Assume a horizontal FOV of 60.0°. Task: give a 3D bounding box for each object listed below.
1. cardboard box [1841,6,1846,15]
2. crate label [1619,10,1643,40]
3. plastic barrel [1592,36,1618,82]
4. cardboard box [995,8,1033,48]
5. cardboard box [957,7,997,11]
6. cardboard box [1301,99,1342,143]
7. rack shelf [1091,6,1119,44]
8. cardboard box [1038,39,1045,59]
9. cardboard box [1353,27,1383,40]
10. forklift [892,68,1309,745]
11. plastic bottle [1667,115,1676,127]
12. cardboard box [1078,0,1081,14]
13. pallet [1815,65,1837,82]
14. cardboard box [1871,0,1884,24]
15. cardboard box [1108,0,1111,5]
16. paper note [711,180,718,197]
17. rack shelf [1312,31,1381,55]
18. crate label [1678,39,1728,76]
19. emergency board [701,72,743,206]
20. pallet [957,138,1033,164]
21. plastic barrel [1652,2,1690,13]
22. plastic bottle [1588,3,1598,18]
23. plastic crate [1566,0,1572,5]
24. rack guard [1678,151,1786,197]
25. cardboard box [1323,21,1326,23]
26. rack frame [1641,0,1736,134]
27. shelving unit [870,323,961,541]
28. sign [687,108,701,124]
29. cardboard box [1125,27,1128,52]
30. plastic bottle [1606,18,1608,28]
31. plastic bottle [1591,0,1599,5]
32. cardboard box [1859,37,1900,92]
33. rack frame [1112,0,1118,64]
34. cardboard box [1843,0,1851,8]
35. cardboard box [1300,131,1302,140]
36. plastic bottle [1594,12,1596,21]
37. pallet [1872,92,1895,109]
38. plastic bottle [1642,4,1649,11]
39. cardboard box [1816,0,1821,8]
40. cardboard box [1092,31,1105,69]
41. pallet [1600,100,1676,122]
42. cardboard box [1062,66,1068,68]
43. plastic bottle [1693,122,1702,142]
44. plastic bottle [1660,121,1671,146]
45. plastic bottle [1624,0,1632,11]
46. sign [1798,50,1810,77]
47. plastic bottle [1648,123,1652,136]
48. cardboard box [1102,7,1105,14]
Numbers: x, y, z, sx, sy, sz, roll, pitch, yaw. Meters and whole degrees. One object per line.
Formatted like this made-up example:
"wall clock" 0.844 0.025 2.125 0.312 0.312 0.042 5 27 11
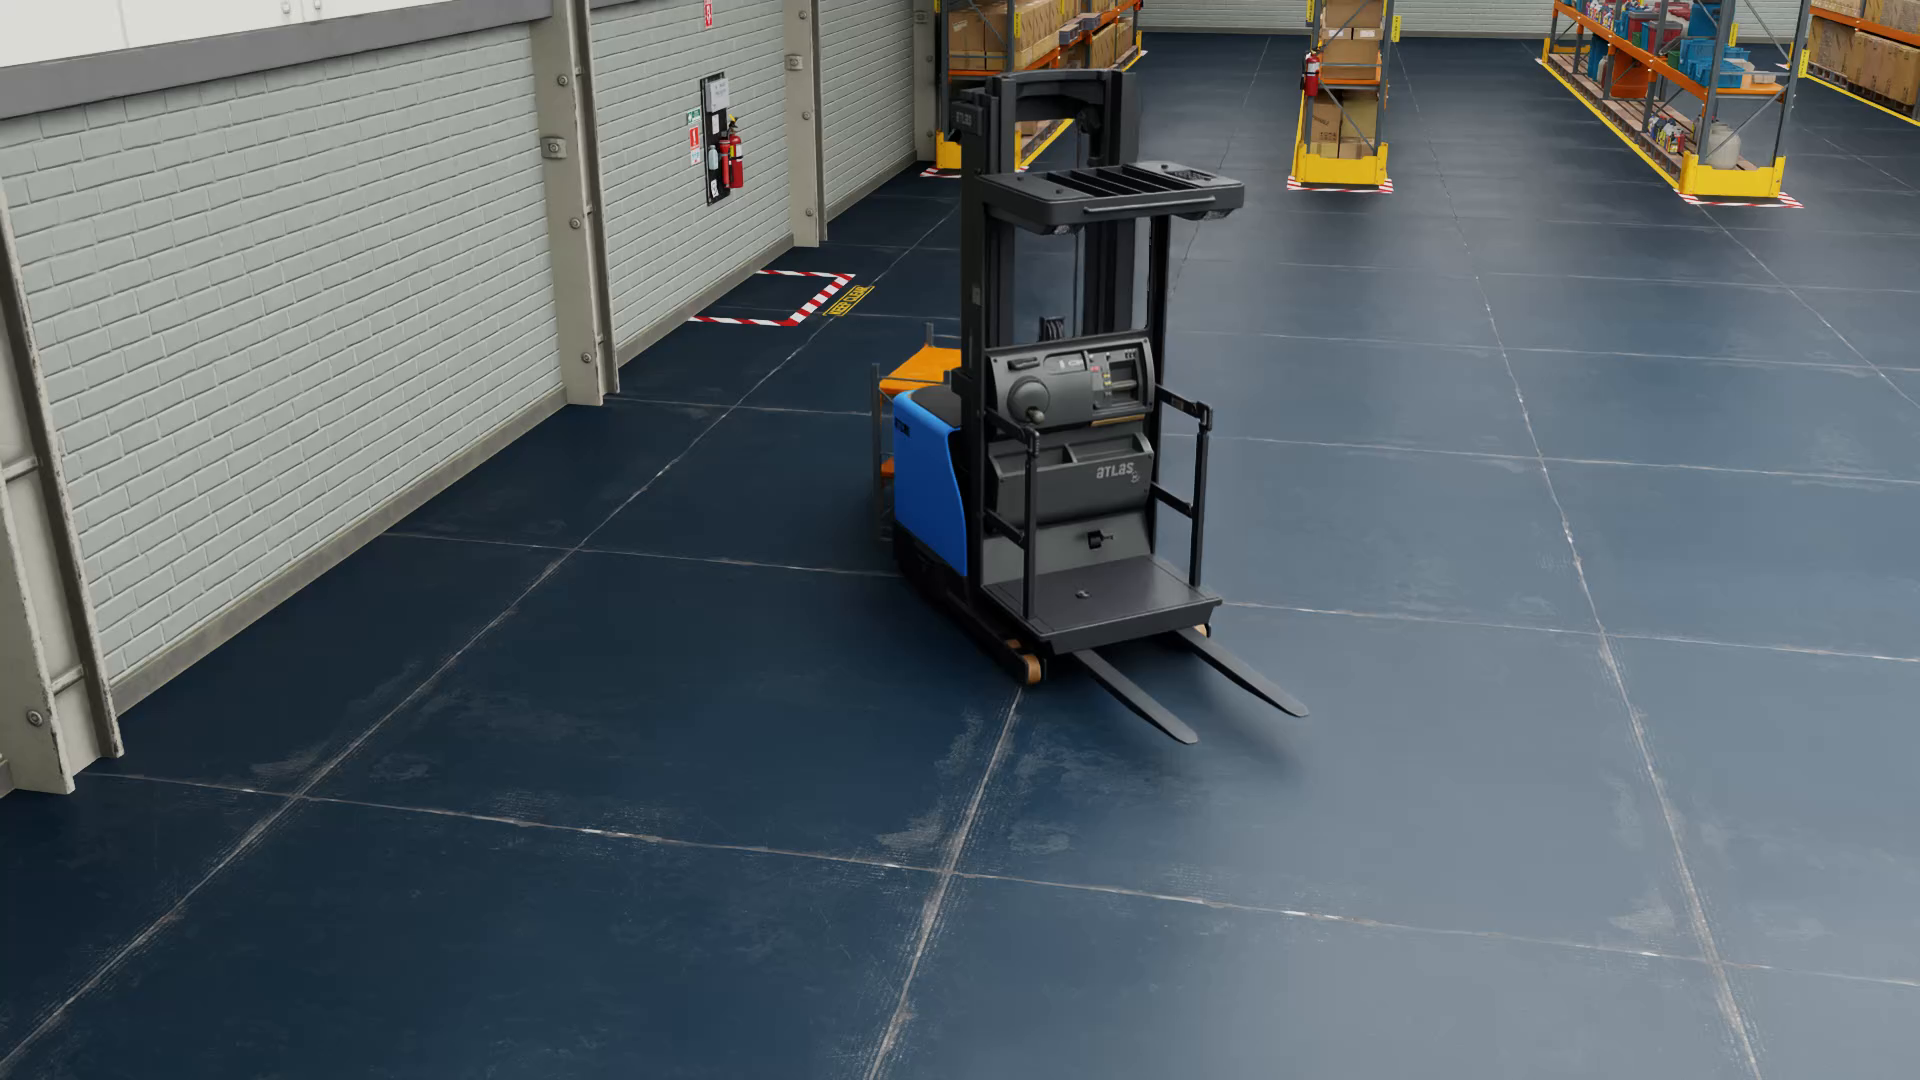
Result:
"cardboard box" 17.135 -10.146 31.867 0.380 0.149 0.250 5 22 12
"crate label" 11.104 -8.432 27.228 0.502 0.435 0.616 4 22 11
"plastic barrel" 12.115 -8.986 30.898 0.600 0.901 0.708 4 22 11
"cardboard box" 0.743 -7.207 23.404 0.500 0.500 0.500 5 22 11
"cardboard box" 0.241 -7.248 23.504 0.500 0.500 0.500 5 22 12
"cardboard box" 4.909 -5.698 22.601 0.500 0.500 0.500 4 22 11
"rack shelf" 2.281 -9.912 31.912 1.077 0.370 4.000 4 22 11
"cardboard box" 0.958 -7.244 24.498 0.500 0.250 0.500 5 22 11
"cardboard box" 5.381 -6.686 21.938 0.380 0.149 0.250 4 22 11
"forklift" 0.680 -0.799 8.414 1.130 2.935 3.031 -10 24 -23
"plastic bottle" 10.325 -5.997 24.185 0.144 0.351 0.185 4 22 11
"cardboard box" 1.787 -9.592 29.432 0.700 0.500 0.500 2 22 5
"pallet" 17.715 -9.270 33.089 1.003 0.211 1.213 4 22 11
"cardboard box" 16.796 -9.557 29.935 0.500 0.500 0.500 4 22 11
"cardboard box" 2.636 -10.612 32.129 0.500 0.500 0.500 4 22 11
"paper note" -2.333 -3.347 15.828 0.016 0.148 0.142 4 22 11
"rack shelf" 6.315 -8.072 27.345 1.077 0.370 4.000 4 22 11
"crate label" 10.050 -6.543 22.537 0.502 0.435 0.616 4 22 11
"emergency board" -2.230 -3.815 15.811 0.194 1.169 0.643 4 22 11
"pallet" 0.456 -5.617 24.018 1.003 0.211 1.213 4 22 11
"plastic barrel" 11.773 -8.629 27.582 0.600 0.536 0.708 4 22 11
"plastic bottle" 11.845 -9.890 31.061 0.152 0.276 0.135 4 22 11
"plastic crate" 12.501 -10.978 33.741 0.416 0.233 0.300 4 22 11
"rack guard" 9.908 -4.705 21.366 1.175 0.500 0.348 4 22 11
"cardboard box" 5.140 -6.995 22.704 0.380 0.149 0.250 5 22 12
"rack frame" 10.755 -7.296 24.454 1.000 3.000 0.127 4 22 11
"shelving unit" -0.136 -0.686 10.550 0.538 1.125 1.048 7 23 16
"sign" -2.434 -3.884 15.225 0.001 0.109 0.331 4 22 11
"cardboard box" 3.256 -10.844 36.049 0.700 0.500 0.500 4 22 9
"plastic bottle" 11.384 -9.079 29.147 0.097 0.201 0.097 0 22 0
"plastic bottle" 11.990 -10.080 31.433 0.144 0.351 0.185 4 22 11
"cardboard box" 16.944 -8.491 29.703 1.225 0.875 0.875 4 22 9
"rack frame" 2.689 -10.977 33.594 1.000 3.000 0.127 4 22 11
"cardboard box" 17.173 -10.283 31.674 0.500 0.250 0.500 5 23 13
"cardboard box" 5.001 -5.534 23.197 0.500 0.250 0.500 4 22 11
"plastic bottle" 11.681 -9.610 30.466 0.097 0.201 0.097 0 22 0
"pallet" 16.906 -7.815 29.476 1.003 0.211 1.213 4 22 11
"plastic bottle" 12.295 -9.435 29.831 0.144 0.351 0.185 4 22 11
"cardboard box" 17.502 -10.803 33.497 0.380 0.149 0.250 4 22 10
"cardboard box" 2.336 -9.290 31.722 0.750 0.750 0.750 4 22 11
"pallet" 11.375 -7.185 27.911 1.003 0.211 1.213 4 22 11
"cardboard box" 1.484 -7.928 28.780 0.700 0.500 0.500 4 22 11
"plastic bottle" 10.716 -5.911 24.072 0.152 0.276 0.135 4 22 11
"plastic bottle" 10.059 -5.783 23.654 0.144 0.351 0.185 4 22 10
"plastic bottle" 12.341 -9.781 30.690 0.144 0.351 0.185 4 22 11
"sign" 10.476 -5.918 20.662 0.100 0.325 0.005 4 22 11
"plastic bottle" 10.240 -6.082 24.596 0.097 0.201 0.097 0 22 0
"cardboard box" 2.595 -10.263 32.131 0.380 0.149 0.250 4 22 9
